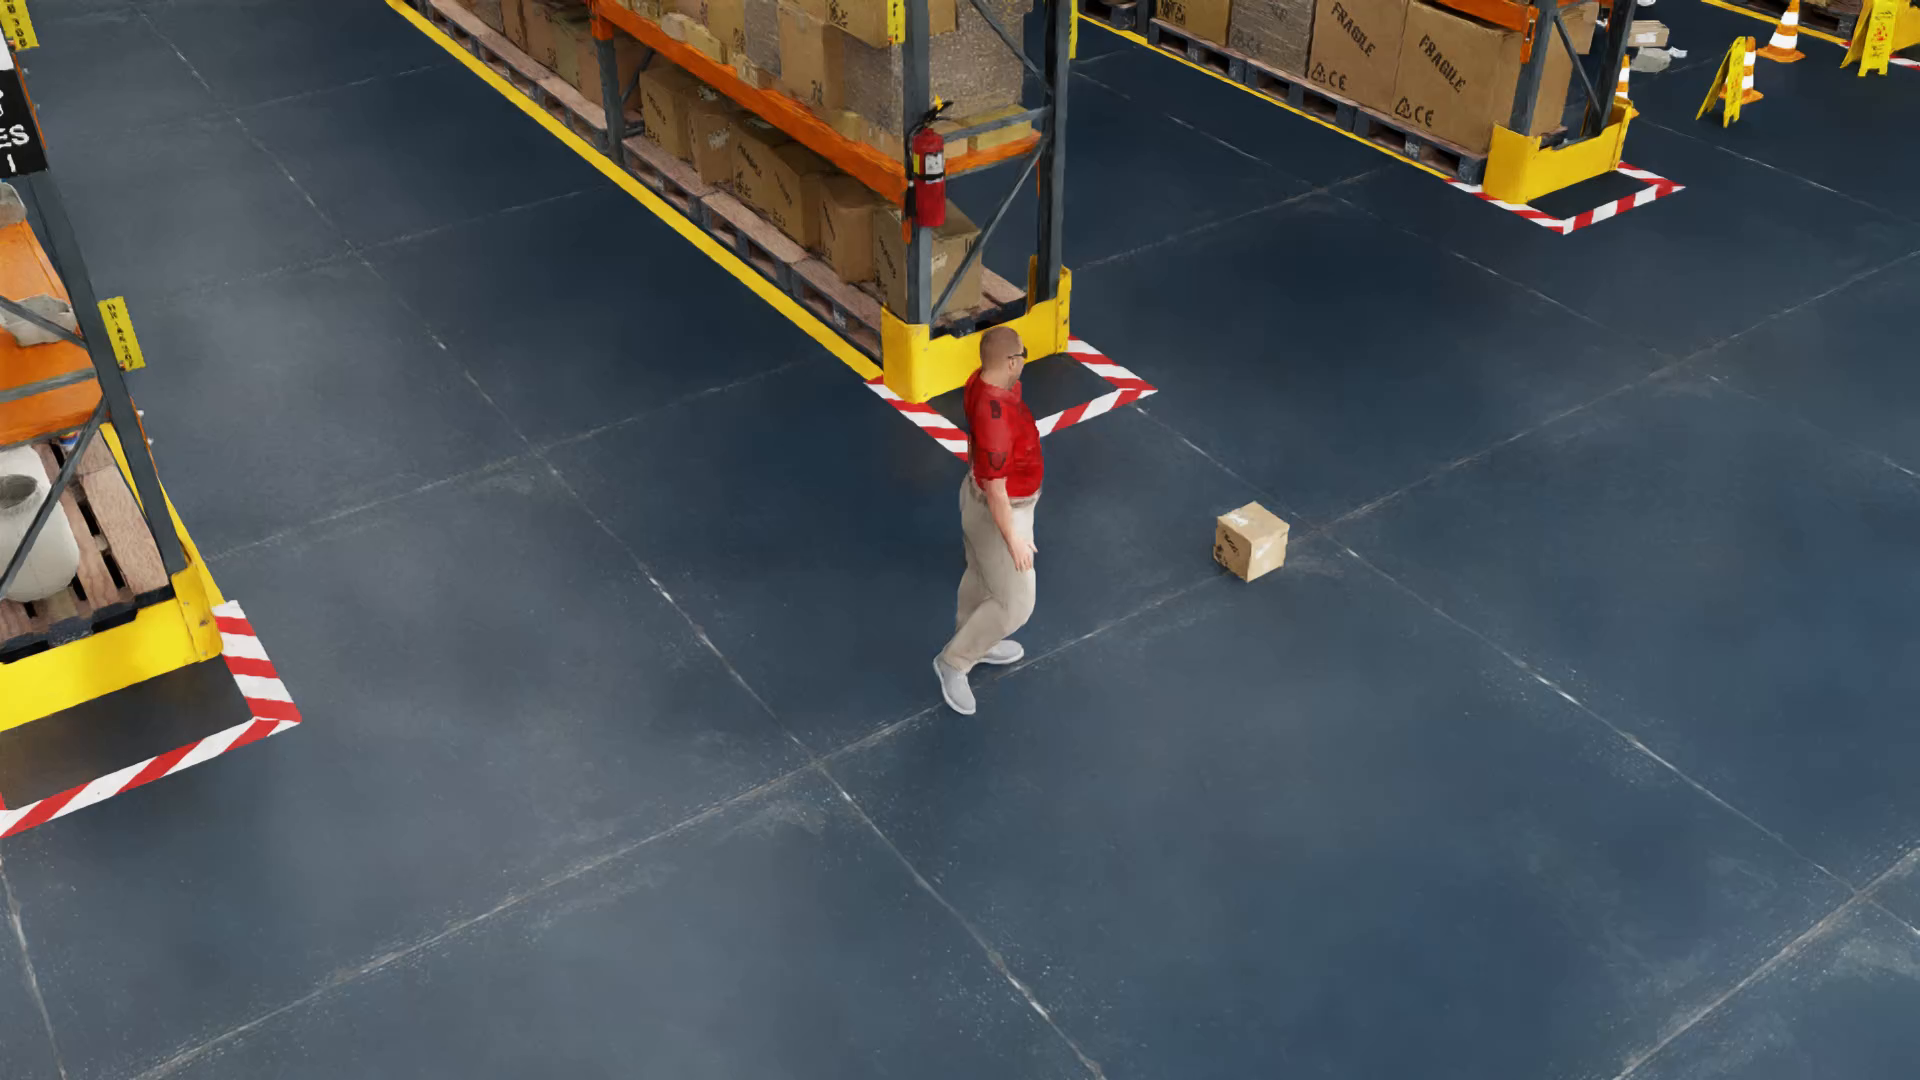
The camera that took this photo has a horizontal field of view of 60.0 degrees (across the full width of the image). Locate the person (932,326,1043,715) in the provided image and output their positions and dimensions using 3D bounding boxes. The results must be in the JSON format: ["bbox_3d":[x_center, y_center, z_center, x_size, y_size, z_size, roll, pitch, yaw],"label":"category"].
[{"bbox_3d":[0.117,-0.094,7.119,0.491,1.719,0.722,-1,36,-2],"label":"person"}]
